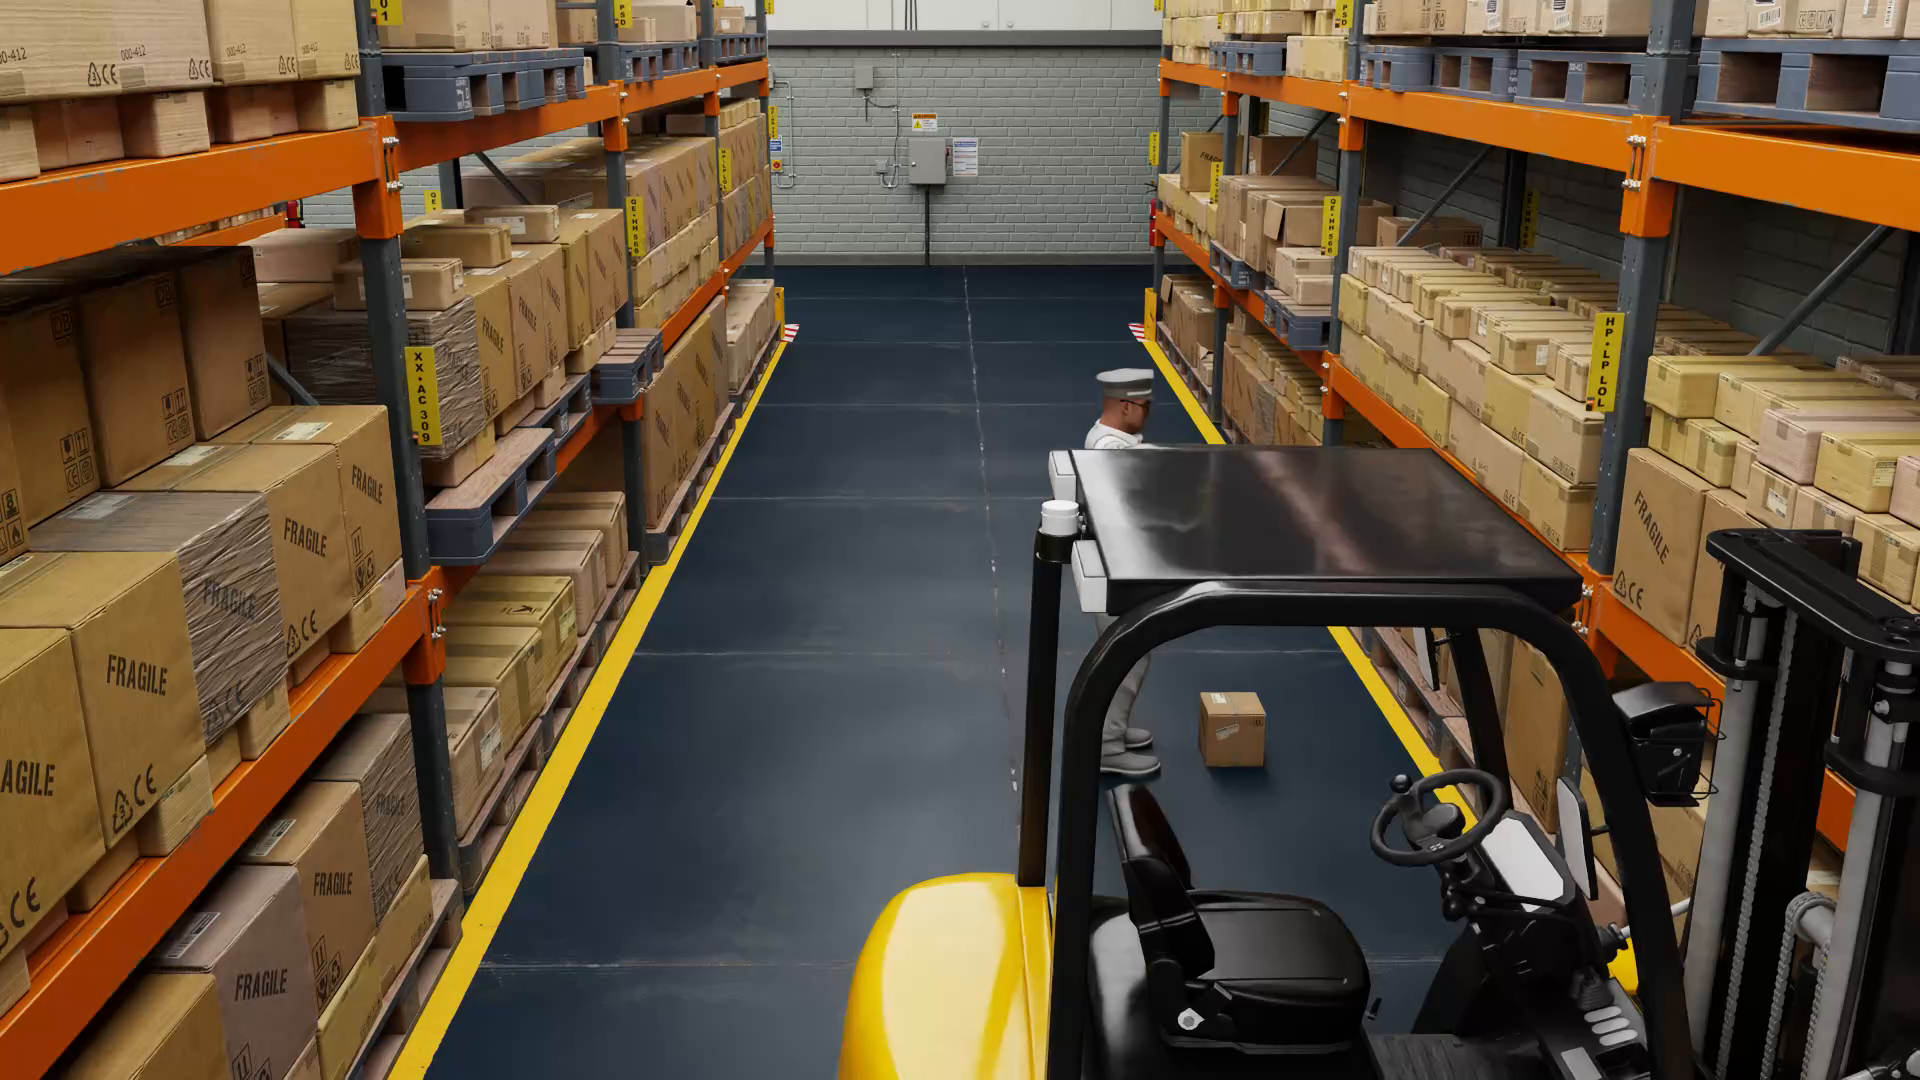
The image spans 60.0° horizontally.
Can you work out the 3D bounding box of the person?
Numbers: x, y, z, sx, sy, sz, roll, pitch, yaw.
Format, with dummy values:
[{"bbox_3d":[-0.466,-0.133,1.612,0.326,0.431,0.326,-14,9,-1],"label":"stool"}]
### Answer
[{"bbox_3d":[0.698,0.124,7.152,0.392,1.742,0.529,0,17,0],"label":"person"}]
